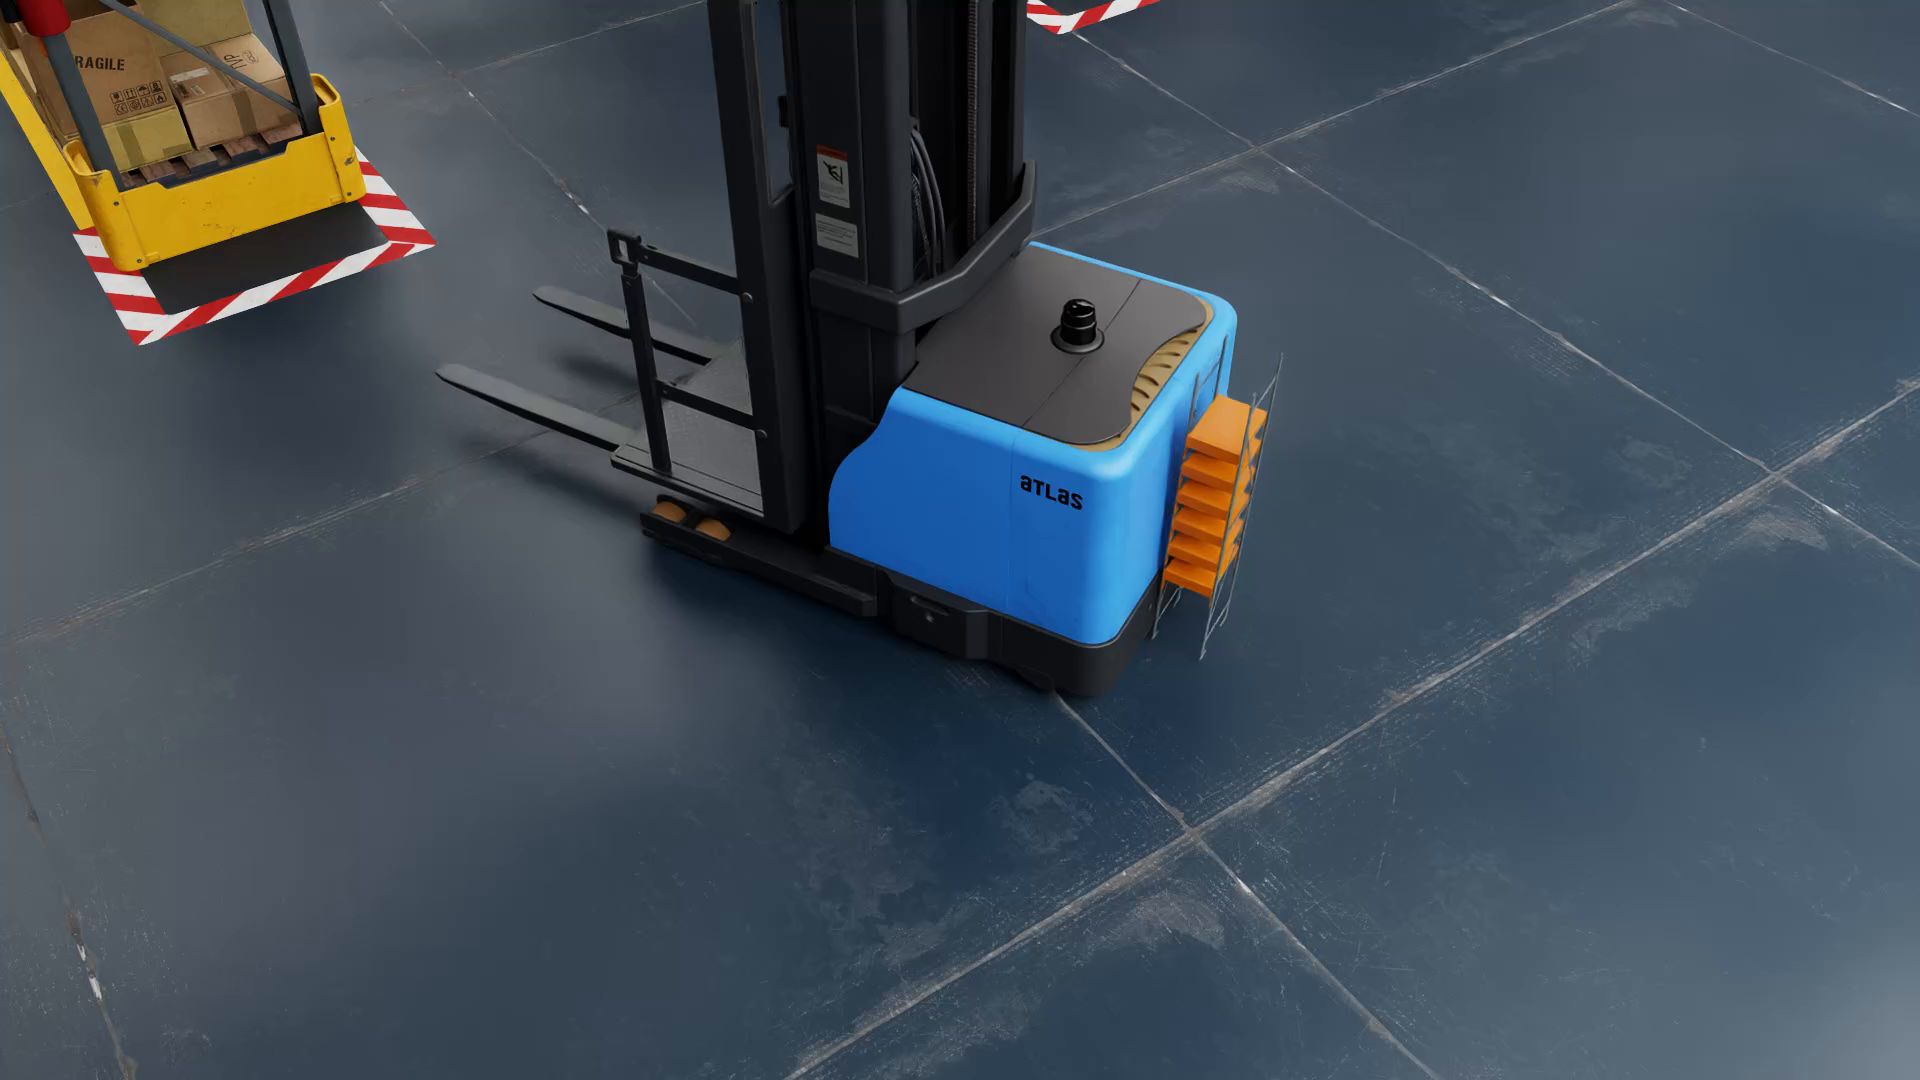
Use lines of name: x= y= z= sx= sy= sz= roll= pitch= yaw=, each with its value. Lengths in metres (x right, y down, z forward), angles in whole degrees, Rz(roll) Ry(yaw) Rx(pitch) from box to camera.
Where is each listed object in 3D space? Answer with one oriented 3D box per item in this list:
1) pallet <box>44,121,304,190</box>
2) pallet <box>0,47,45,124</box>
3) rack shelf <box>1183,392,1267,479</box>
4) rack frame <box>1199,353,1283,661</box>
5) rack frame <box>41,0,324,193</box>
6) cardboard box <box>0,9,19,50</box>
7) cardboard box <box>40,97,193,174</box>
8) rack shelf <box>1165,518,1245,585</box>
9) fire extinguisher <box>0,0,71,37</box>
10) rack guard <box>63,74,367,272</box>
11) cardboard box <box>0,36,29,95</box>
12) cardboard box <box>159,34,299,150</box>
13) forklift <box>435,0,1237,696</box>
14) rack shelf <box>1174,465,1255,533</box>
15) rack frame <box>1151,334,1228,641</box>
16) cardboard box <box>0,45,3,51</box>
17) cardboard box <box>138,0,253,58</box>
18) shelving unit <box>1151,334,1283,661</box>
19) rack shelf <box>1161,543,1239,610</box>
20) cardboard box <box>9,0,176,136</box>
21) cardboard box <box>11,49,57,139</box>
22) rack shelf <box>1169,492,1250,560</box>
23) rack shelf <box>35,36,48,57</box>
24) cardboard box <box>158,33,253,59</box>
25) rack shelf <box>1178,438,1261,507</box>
pallet: x=-3.893 y=-2.030 z=8.223 sx=1.003 sy=0.211 sz=1.213 roll=-26 pitch=49 yaw=-24
pallet: x=-4.587 y=-2.720 z=8.946 sx=1.003 sy=0.211 sz=1.213 roll=-26 pitch=49 yaw=-24
rack shelf: x=0.845 y=-0.334 z=5.269 sx=0.180 sy=0.103 sz=0.258 roll=23 pitch=48 yaw=19
rack frame: x=0.914 y=-0.076 z=5.461 sx=0.006 sy=1.200 sz=0.240 roll=23 pitch=48 yaw=19
rack frame: x=-3.421 y=-2.622 z=6.824 sx=1.000 sy=3.000 sz=0.127 roll=-26 pitch=49 yaw=-24
cardboard box: x=-4.556 y=-2.797 z=8.151 sx=0.500 sy=0.500 sz=0.500 roll=-26 pitch=49 yaw=-24
cardboard box: x=-3.970 y=-1.966 z=7.824 sx=0.500 sy=0.250 sz=0.500 roll=-26 pitch=49 yaw=-24
rack shelf: x=0.829 y=0.007 z=5.607 sx=0.180 sy=0.103 sz=0.258 roll=23 pitch=48 yaw=19
fire extinguisher: x=-3.735 y=-2.343 z=6.588 sx=0.296 sy=0.674 sz=0.183 roll=-26 pitch=49 yaw=-24
rack guard: x=-3.407 y=-1.704 z=7.673 sx=1.175 sy=0.500 sz=0.348 roll=-26 pitch=49 yaw=-24
cardboard box: x=-4.554 y=-2.527 z=8.412 sx=0.500 sy=0.250 sz=0.500 roll=-26 pitch=49 yaw=-24
cardboard box: x=-3.545 y=-2.170 z=8.038 sx=0.500 sy=0.250 sz=0.500 roll=-26 pitch=49 yaw=-24
forklift: x=-0.605 y=-1.273 z=5.461 sx=3.031 sy=2.935 sz=1.130 roll=21 pitch=47 yaw=20
rack shelf: x=0.837 y=-0.163 z=5.438 sx=0.180 sy=0.103 sz=0.258 roll=23 pitch=48 yaw=19
rack frame: x=0.755 y=-0.143 z=5.521 sx=0.006 sy=1.200 sz=0.240 roll=23 pitch=48 yaw=19
cardboard box: x=-4.838 y=-2.811 z=8.709 sx=0.500 sy=0.250 sz=0.500 roll=-26 pitch=49 yaw=-24
cardboard box: x=-3.833 y=-2.724 z=8.075 sx=0.500 sy=0.500 sz=0.500 roll=-26 pitch=49 yaw=-24
shelving unit: x=0.834 y=-0.110 z=5.491 sx=0.189 sy=1.200 sz=0.258 roll=23 pitch=48 yaw=19
rack shelf: x=0.825 y=0.092 z=5.691 sx=0.180 sy=0.103 sz=0.258 roll=23 pitch=48 yaw=19
cardboard box: x=-3.972 y=-2.236 z=7.564 sx=0.500 sy=0.500 sz=0.500 roll=-26 pitch=49 yaw=-24
cardboard box: x=-4.266 y=-2.244 z=8.116 sx=0.500 sy=0.250 sz=0.500 roll=-26 pitch=49 yaw=-24
rack shelf: x=0.833 y=-0.078 z=5.523 sx=0.180 sy=0.103 sz=0.258 roll=23 pitch=48 yaw=19
rack shelf: x=-4.565 y=-3.494 z=8.259 sx=1.077 sy=0.370 sz=4.000 roll=-26 pitch=49 yaw=-24
cardboard box: x=-3.835 y=-2.452 z=8.334 sx=0.500 sy=0.250 sz=0.500 roll=-26 pitch=49 yaw=-24
rack shelf: x=0.841 y=-0.249 z=5.354 sx=0.180 sy=0.103 sz=0.258 roll=23 pitch=48 yaw=19
